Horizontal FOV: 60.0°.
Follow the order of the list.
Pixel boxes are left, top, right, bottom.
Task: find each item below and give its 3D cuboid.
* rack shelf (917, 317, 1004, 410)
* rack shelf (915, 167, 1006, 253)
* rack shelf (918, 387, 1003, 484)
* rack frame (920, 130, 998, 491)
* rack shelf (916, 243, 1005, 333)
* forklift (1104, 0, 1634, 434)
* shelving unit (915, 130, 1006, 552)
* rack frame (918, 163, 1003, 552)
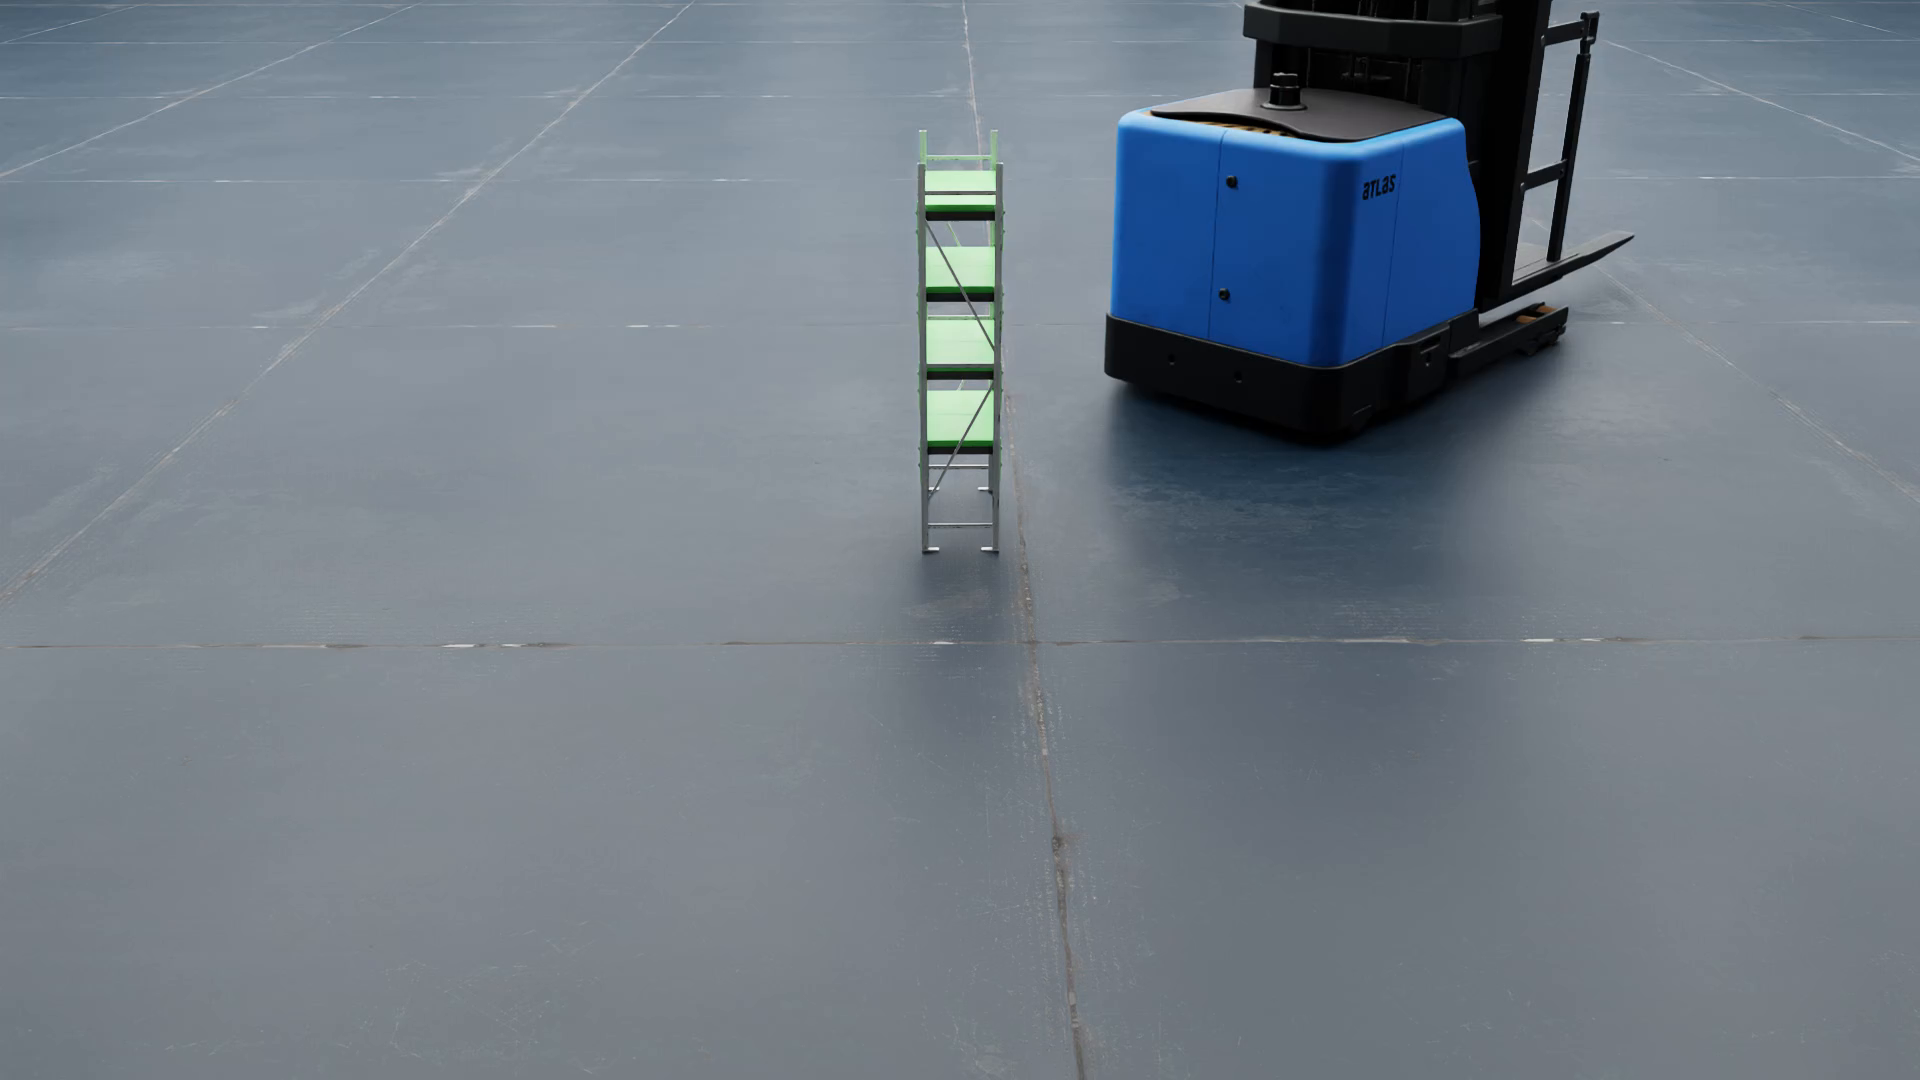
[{"bbox_3d":[-0.002,-0.557,5.180,0.258,0.148,0.480,0,24,-1],"label":"rack shelf"},{"bbox_3d":[-0.002,-0.994,4.982,0.258,0.148,0.480,0,24,-1],"label":"rack shelf"},{"bbox_3d":[-0.002,-0.338,5.279,0.258,0.148,0.480,0,24,-1],"label":"rack shelf"},{"bbox_3d":[-0.004,-0.715,5.376,0.240,1.200,0.015,0,24,-1],"label":"rack frame"},{"bbox_3d":[-0.002,-0.775,5.081,0.258,0.148,0.480,0,24,-1],"label":"rack shelf"},{"bbox_3d":[1.942,-2.235,6.636,1.130,2.935,3.031,21,32,39],"label":"forklift"},{"bbox_3d":[-0.002,-0.615,5.154,0.258,1.200,0.503,0,24,-1],"label":"shelving unit"},{"bbox_3d":[0.001,-0.514,4.931,0.240,1.200,0.015,0,24,-1],"label":"rack frame"}]
